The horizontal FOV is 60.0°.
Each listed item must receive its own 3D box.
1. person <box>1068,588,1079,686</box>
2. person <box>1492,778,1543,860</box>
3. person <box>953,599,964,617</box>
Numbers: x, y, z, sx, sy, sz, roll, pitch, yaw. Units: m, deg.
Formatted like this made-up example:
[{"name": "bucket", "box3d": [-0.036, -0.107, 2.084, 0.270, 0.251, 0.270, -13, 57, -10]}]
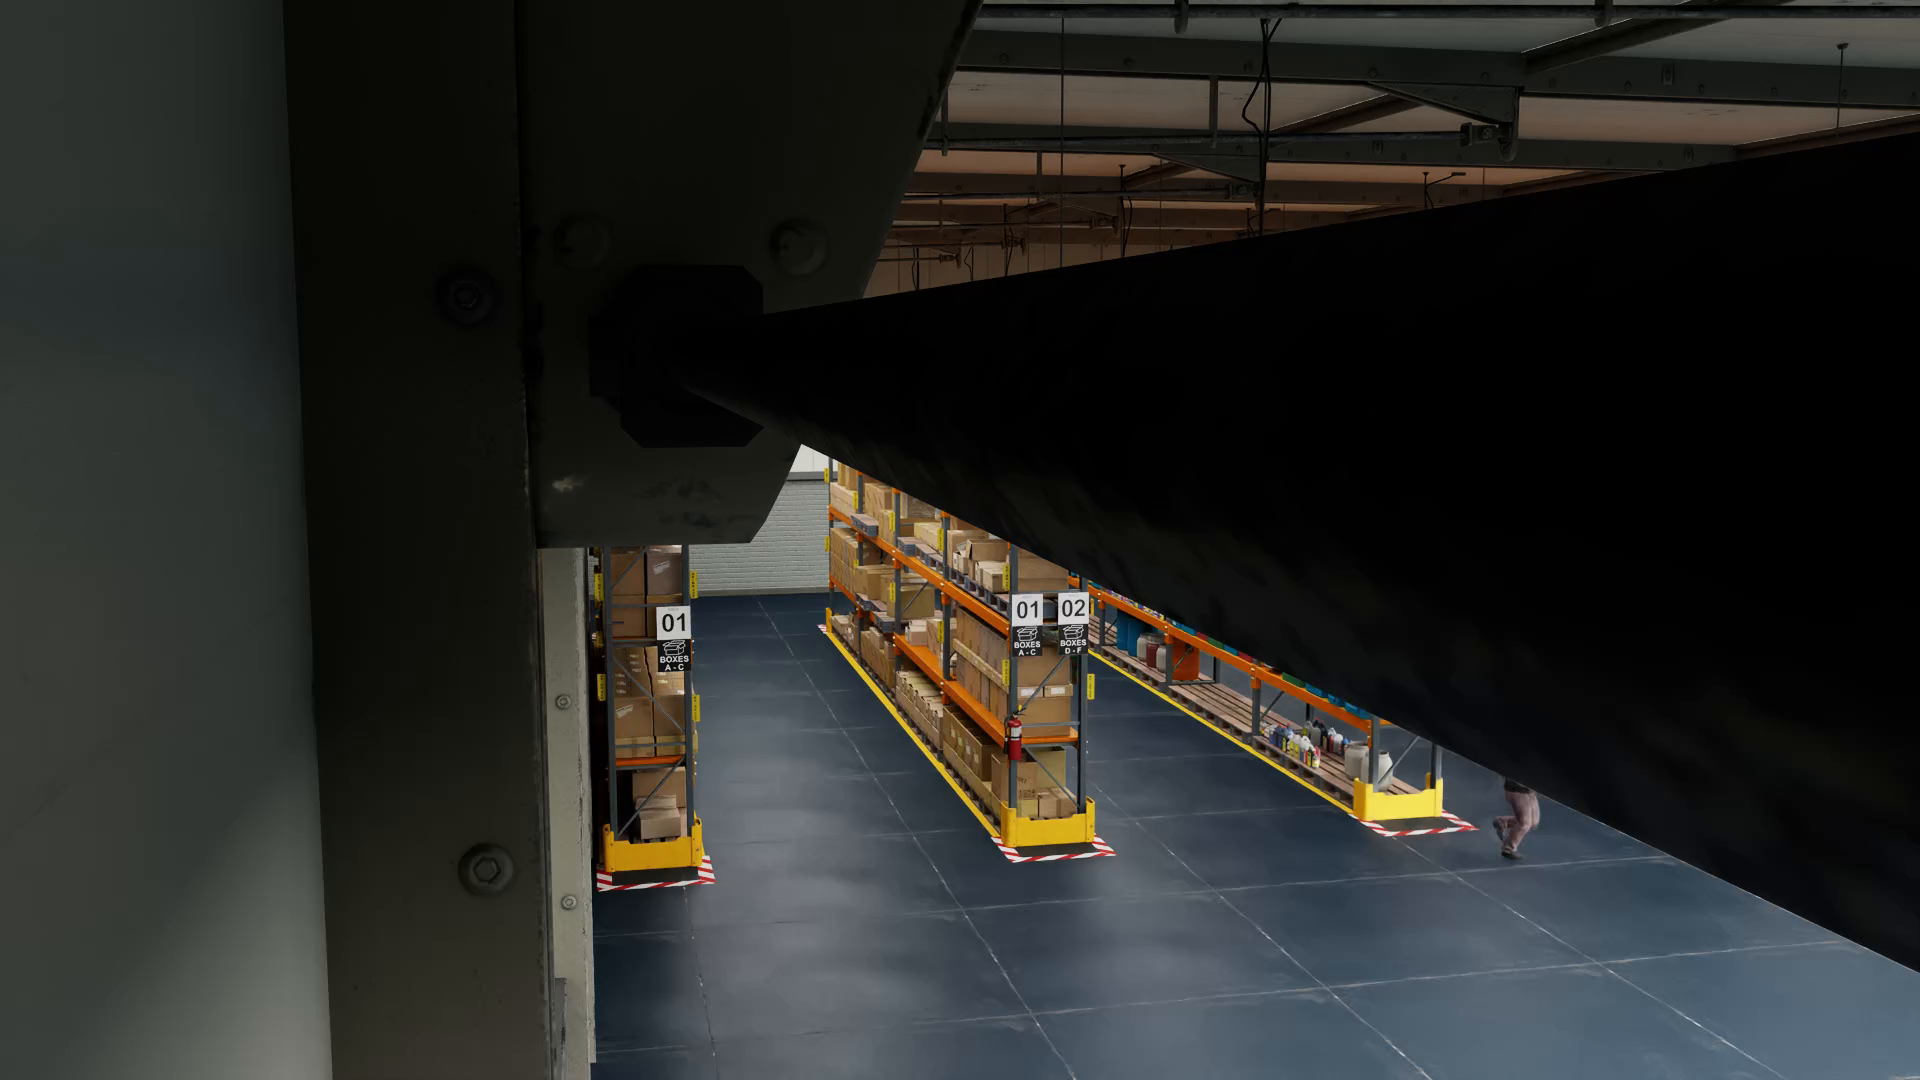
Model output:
[{"name": "person", "box3d": [2.025, 1.796, 30.791, 0.655, 1.833, 0.747, -2, 7, -14]}, {"name": "person", "box3d": [6.880, 3.086, 20.443, 0.646, 1.689, 0.682, 4, 8, 31]}, {"name": "person", "box3d": [0.127, 1.443, 33.787, 0.682, 1.841, 0.801, -2, 7, -16]}]
